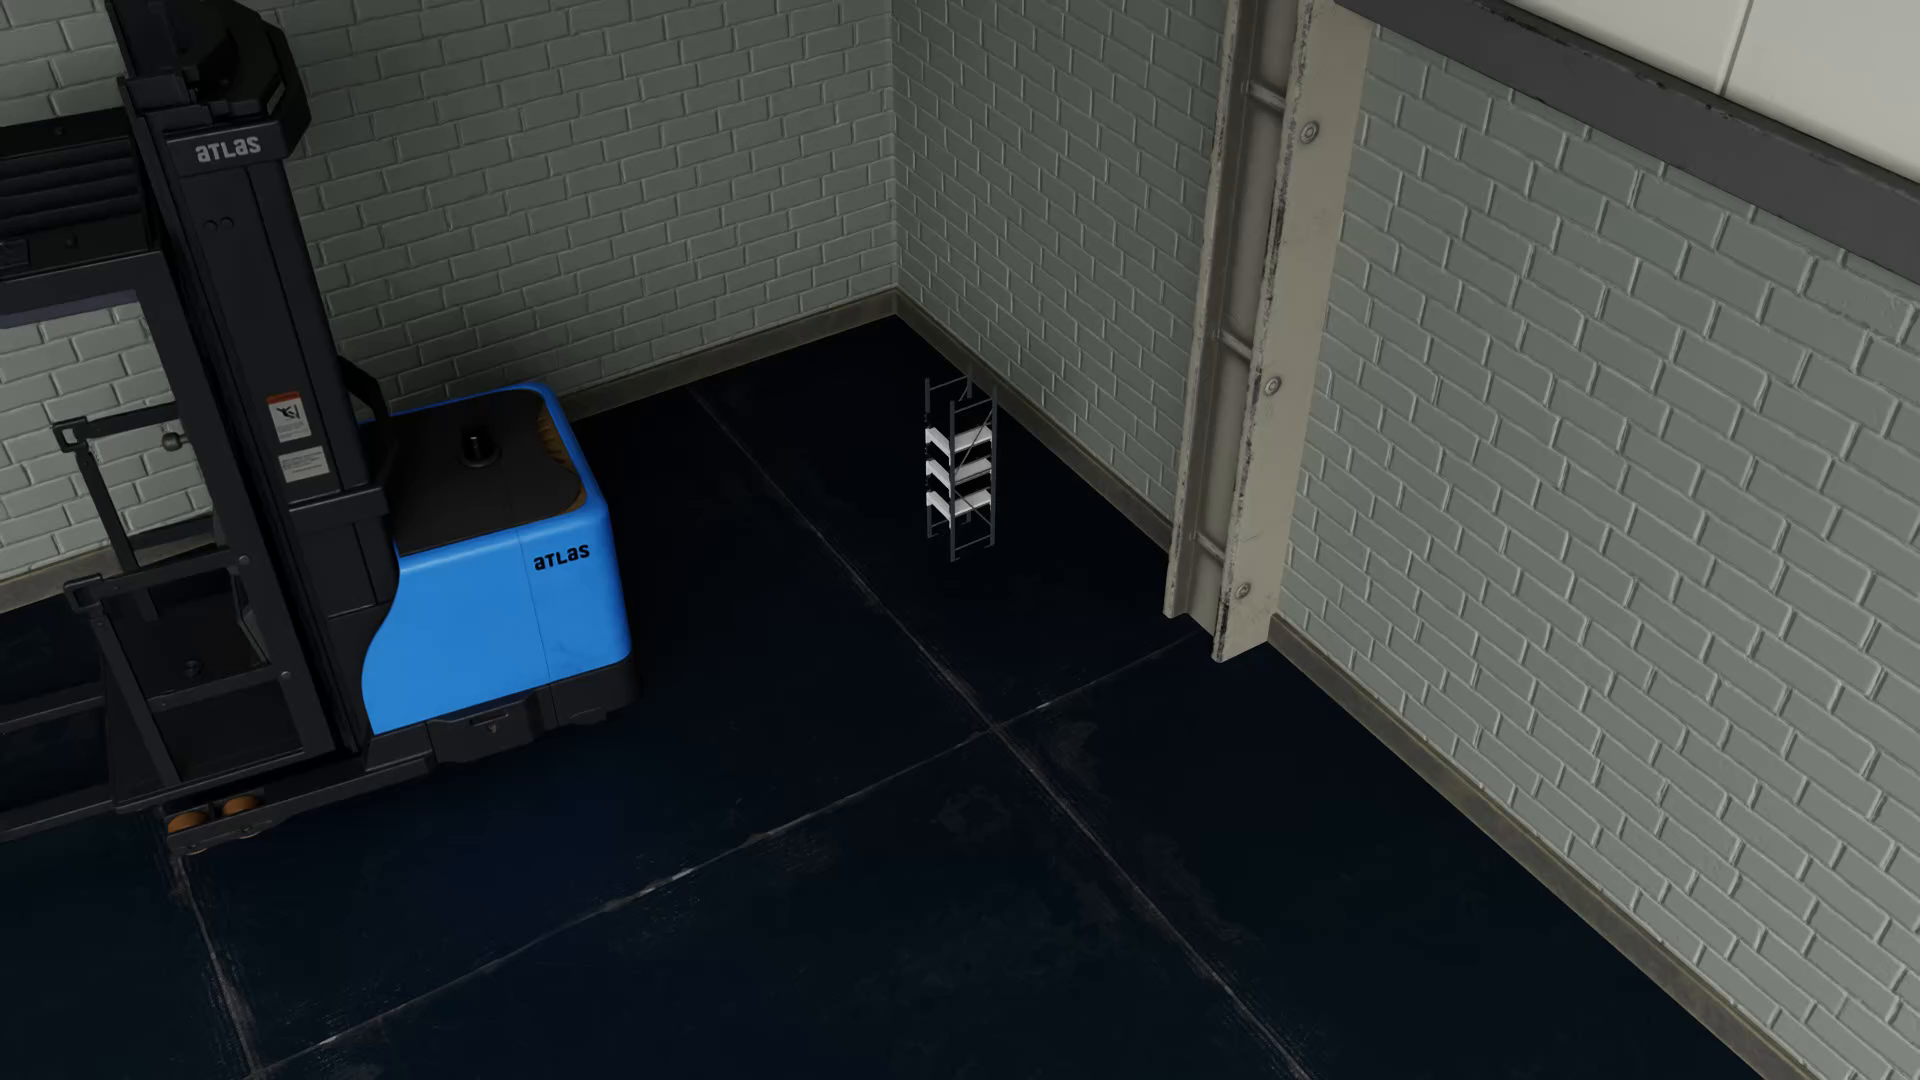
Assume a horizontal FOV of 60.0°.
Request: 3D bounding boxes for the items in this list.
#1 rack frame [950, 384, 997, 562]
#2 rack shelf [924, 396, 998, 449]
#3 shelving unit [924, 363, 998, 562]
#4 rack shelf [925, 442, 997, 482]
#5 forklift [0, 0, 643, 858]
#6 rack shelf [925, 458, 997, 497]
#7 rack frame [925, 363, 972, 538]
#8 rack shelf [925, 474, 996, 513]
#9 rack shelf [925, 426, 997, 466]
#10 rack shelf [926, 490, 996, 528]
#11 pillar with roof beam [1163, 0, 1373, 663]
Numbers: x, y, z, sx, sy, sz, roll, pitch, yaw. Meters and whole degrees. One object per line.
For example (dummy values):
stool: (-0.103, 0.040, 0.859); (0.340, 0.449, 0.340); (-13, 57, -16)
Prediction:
rack frame: (0.059, -0.286, 7.451); (0.240, 0.900, 0.006); (-22, 45, -24)
rack shelf: (0.004, -0.523, 7.366); (0.258, 0.077, 0.200); (-22, 45, -24)
shelving unit: (0.004, -0.341, 7.517); (0.258, 0.900, 0.210); (-22, 45, -24)
rack shelf: (0.004, -0.385, 7.481); (0.258, 0.077, 0.200); (-22, 45, -24)
forklift: (-2.886, -0.309, 5.892); (3.031, 2.935, 1.130); (-16, 43, -19)
rack shelf: (0.004, -0.316, 7.539); (0.258, 0.077, 0.200); (-22, 45, -24)
rack frame: (-0.050, -0.396, 7.583); (0.240, 0.900, 0.006); (-22, 45, -24)
rack shelf: (0.004, -0.247, 7.596); (0.258, 0.077, 0.200); (-22, 45, -24)
rack shelf: (0.004, -0.454, 7.423); (0.258, 0.077, 0.200); (-22, 45, -24)
rack shelf: (0.004, -0.177, 7.654); (0.258, 0.077, 0.200); (-22, 45, -24)
pillar with roof beam: (-2.491, -1.602, 2.703); (9.100, 9.000, 0.400); (-22, 45, -24)
